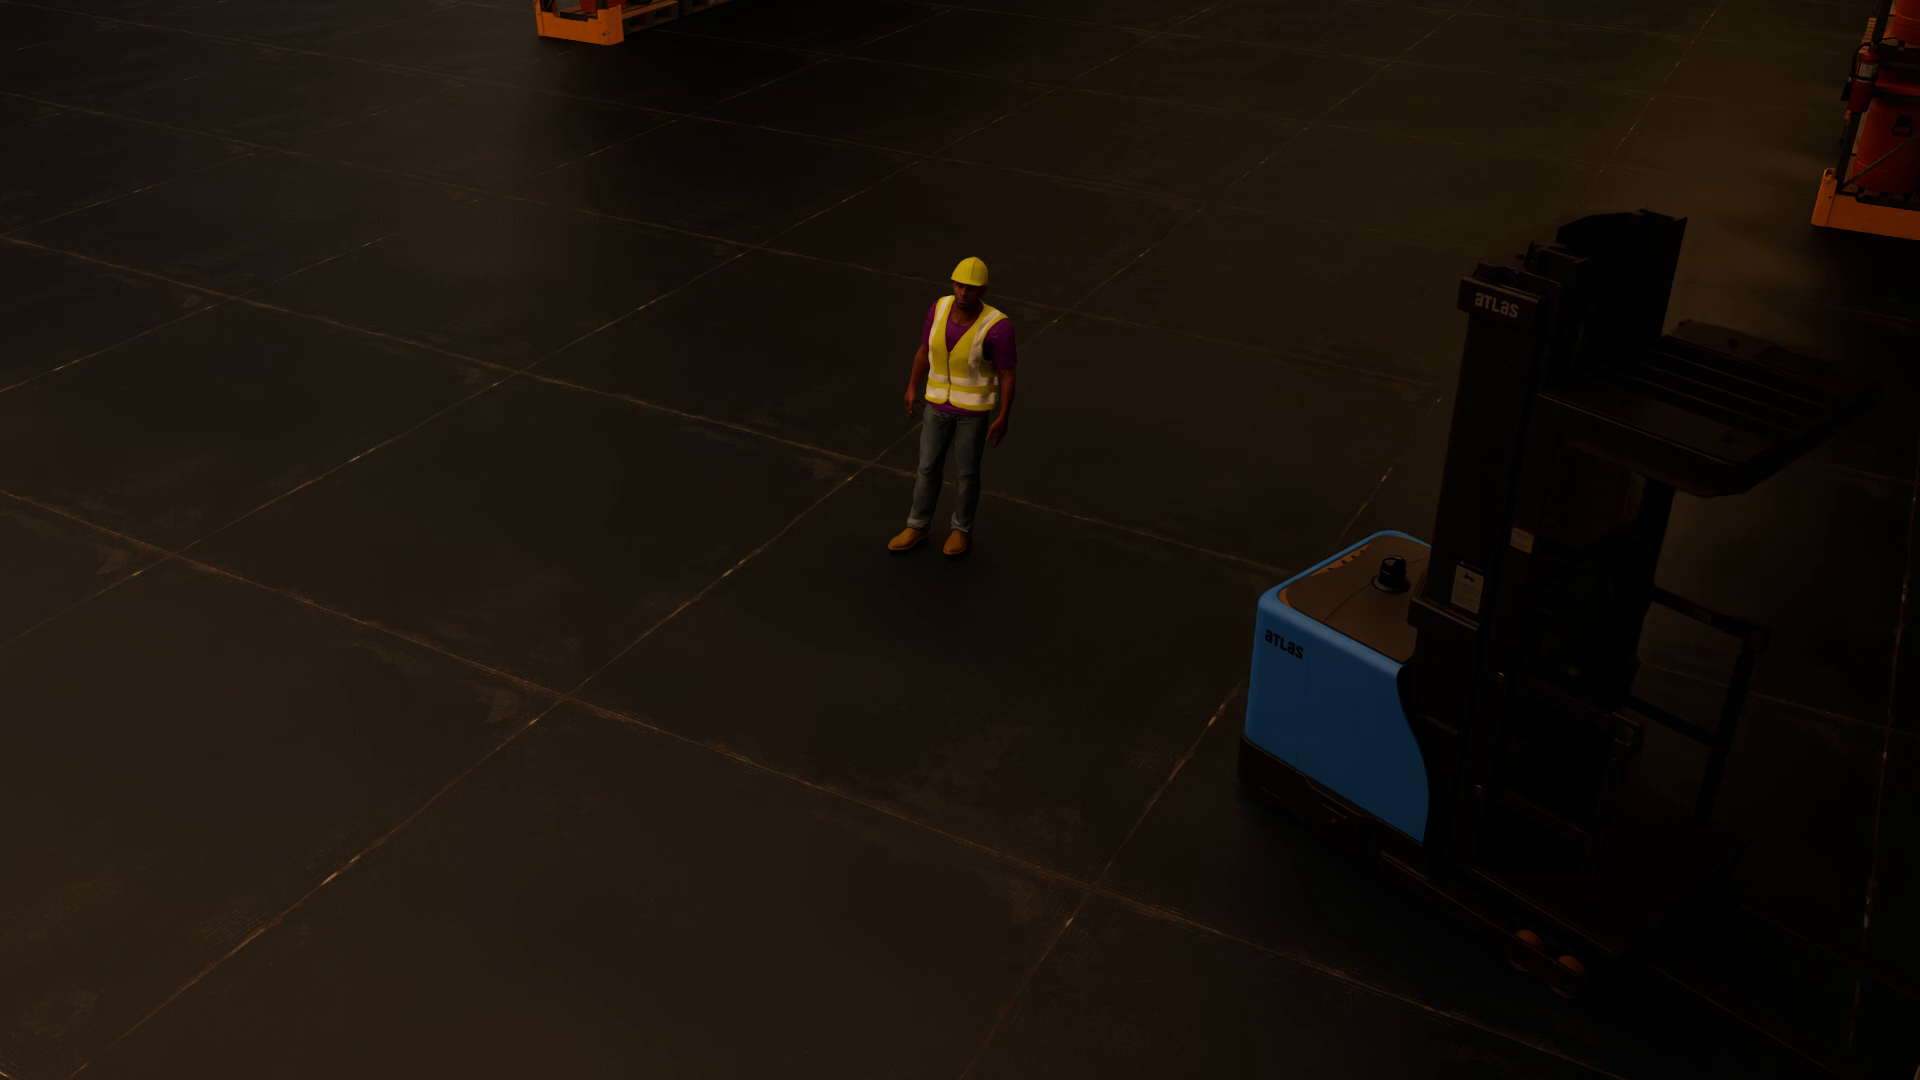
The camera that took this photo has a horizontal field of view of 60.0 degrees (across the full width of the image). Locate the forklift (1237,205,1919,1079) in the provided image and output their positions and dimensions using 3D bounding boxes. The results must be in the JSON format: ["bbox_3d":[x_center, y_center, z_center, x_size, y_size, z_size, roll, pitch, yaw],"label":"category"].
[{"bbox_3d":[2.665,0.304,6.543,1.130,2.935,3.031,-24,37,-35],"label":"forklift"}]

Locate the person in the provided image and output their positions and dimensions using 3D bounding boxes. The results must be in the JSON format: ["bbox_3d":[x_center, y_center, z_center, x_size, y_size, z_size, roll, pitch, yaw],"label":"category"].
[{"bbox_3d":[-0.038,-0.741,9.507,0.666,1.768,0.575,15,33,25],"label":"person"}]
